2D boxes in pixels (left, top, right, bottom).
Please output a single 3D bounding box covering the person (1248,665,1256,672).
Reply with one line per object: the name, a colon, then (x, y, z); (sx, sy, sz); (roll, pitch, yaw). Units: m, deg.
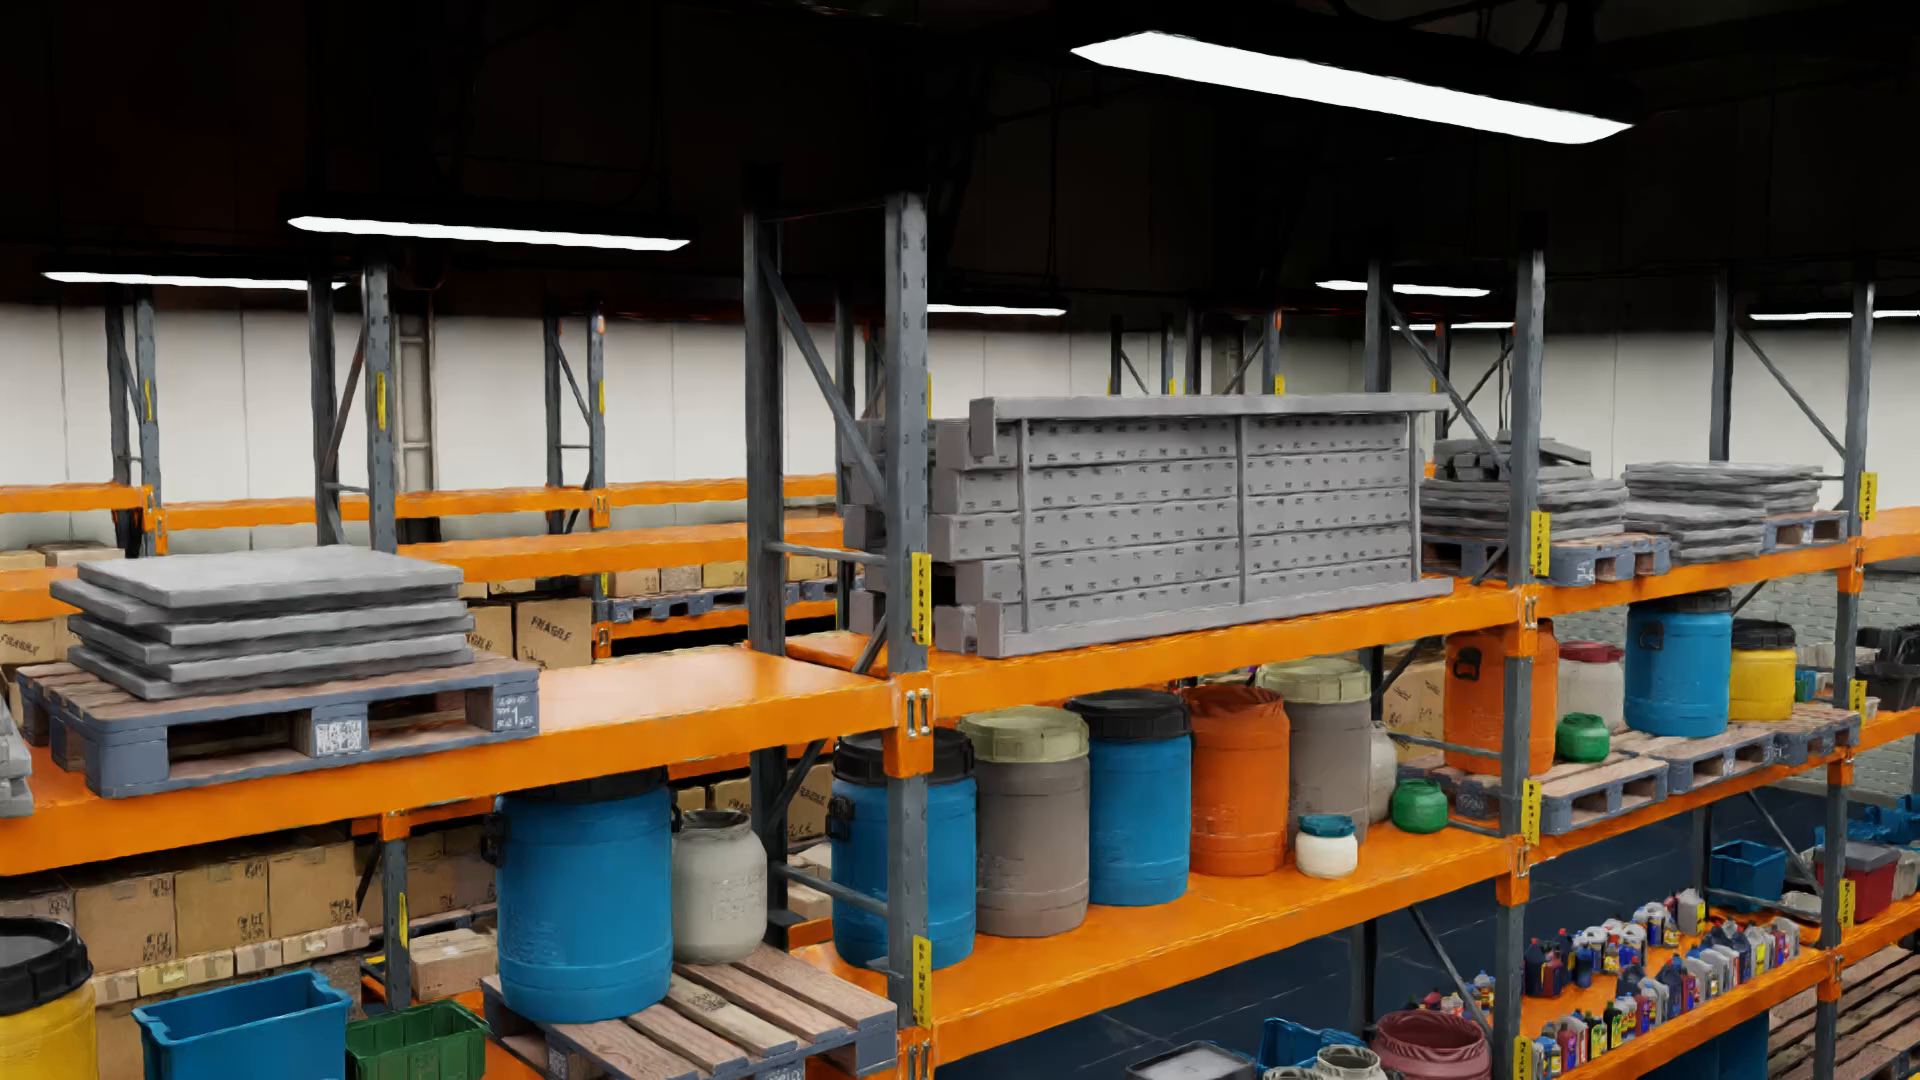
person: (4.132, 2.189, 22.058); (0.712, 1.696, 0.831); (3, 6, 32)
